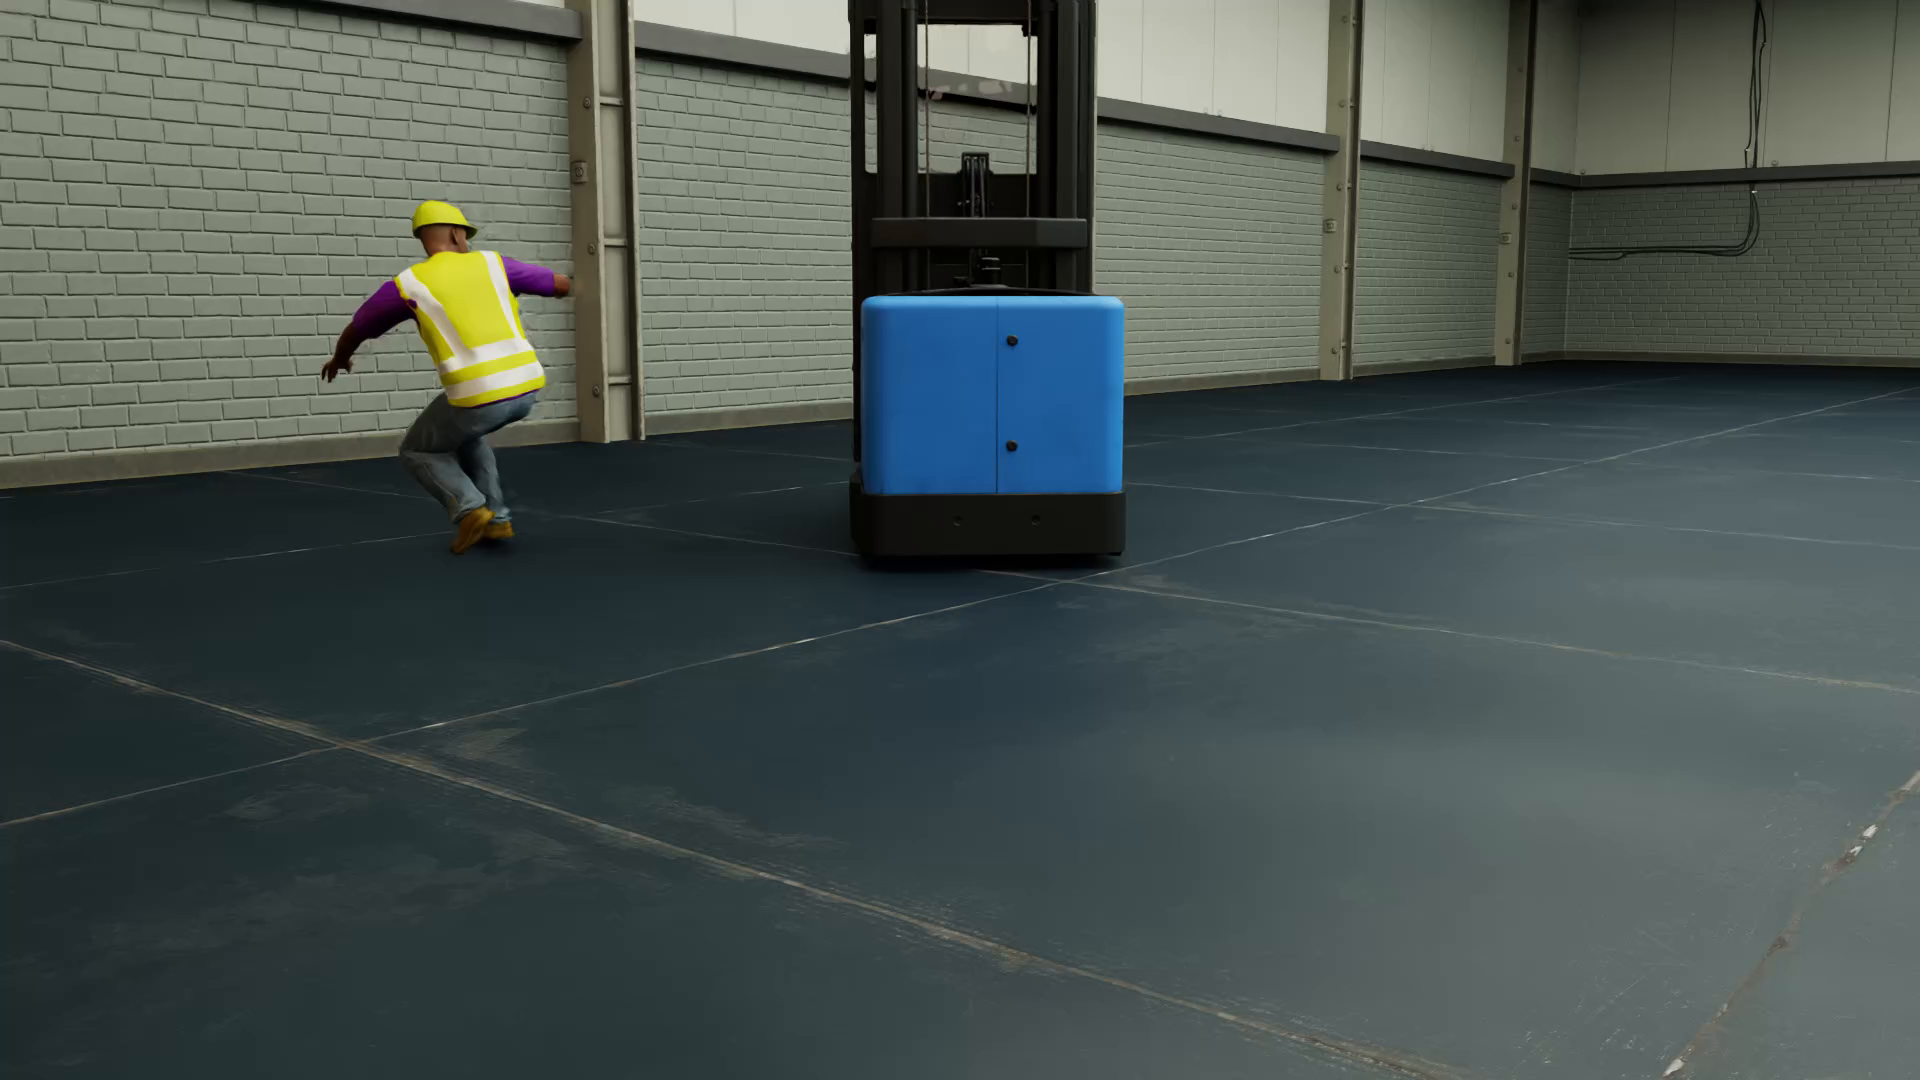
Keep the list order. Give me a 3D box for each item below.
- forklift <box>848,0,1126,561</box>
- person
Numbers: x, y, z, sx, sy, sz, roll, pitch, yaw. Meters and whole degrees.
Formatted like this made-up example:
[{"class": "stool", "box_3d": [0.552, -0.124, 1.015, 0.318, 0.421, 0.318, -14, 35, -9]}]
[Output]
[{"class": "forklift", "box_3d": [0.031, -1.540, 7.806, 1.130, 2.935, 3.031, -1, 8, -4]}, {"class": "person", "box_3d": [-2.180, -0.703, 7.148, 0.992, 1.478, 0.837, 7, 11, 40]}]
